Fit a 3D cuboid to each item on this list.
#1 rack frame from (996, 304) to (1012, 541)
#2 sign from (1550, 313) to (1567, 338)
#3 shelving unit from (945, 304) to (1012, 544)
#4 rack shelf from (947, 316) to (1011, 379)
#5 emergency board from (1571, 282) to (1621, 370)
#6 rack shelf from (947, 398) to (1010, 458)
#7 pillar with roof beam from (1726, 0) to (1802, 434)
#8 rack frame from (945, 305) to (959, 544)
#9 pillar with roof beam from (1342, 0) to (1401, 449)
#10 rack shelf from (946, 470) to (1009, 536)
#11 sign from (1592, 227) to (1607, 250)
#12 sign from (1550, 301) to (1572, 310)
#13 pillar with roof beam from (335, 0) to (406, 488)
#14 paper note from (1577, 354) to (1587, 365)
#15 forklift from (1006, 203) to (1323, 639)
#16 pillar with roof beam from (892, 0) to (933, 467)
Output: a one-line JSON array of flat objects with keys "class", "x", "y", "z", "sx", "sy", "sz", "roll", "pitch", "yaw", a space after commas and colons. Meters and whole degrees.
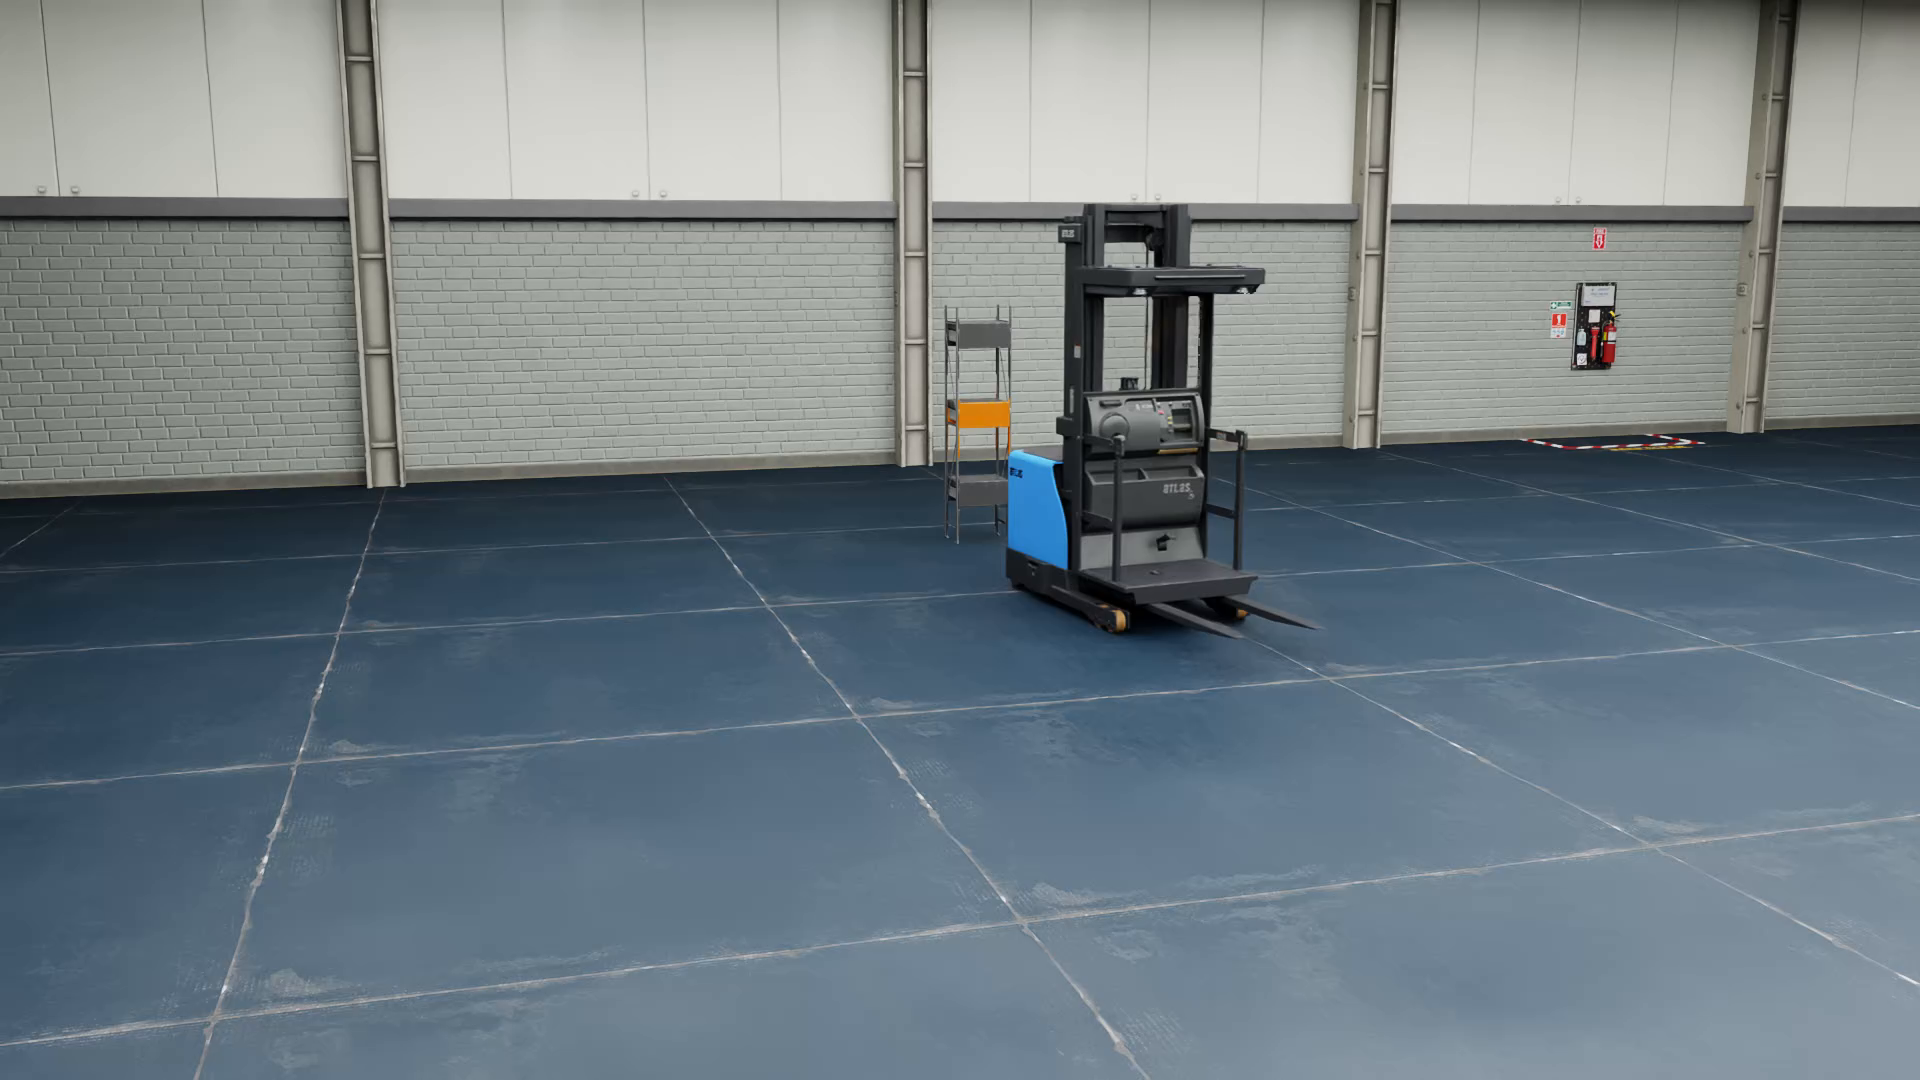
[{"class": "rack frame", "x": 0.393, "y": -1.053, "z": 14.969, "sx": 0.015, "sy": 2.100, "sz": 0.400, "roll": -3, "pitch": 11, "yaw": -16}, {"class": "sign", "x": 8.026, "y": -2.876, "z": 22.288, "sx": 0.234, "sy": 0.329, "sz": 0.001, "roll": -3, "pitch": 11, "yaw": -16}, {"class": "shelving unit", "x": 0.159, "y": -1.041, "z": 14.902, "sx": 0.503, "sy": 2.100, "sz": 0.431, "roll": -3, "pitch": 11, "yaw": -16}, {"class": "rack shelf", "x": 0.159, "y": -1.716, "z": 14.778, "sx": 0.480, "sy": 0.518, "sz": 0.431, "roll": -3, "pitch": 11, "yaw": -16}, {"class": "emergency board", "x": 8.586, "y": -2.869, "z": 22.346, "sx": 0.643, "sy": 1.169, "sz": 0.194, "roll": -3, "pitch": 11, "yaw": -16}, {"class": "rack shelf", "x": 0.159, "y": -1.028, "z": 14.904, "sx": 0.480, "sy": 0.518, "sz": 0.431, "roll": -3, "pitch": 11, "yaw": -16}, {"class": "pillar with roof beam", "x": 12.172, "y": -5.189, "z": 18.381, "sx": 0.400, "sy": 9.000, "sz": 9.100, "roll": -3, "pitch": 11, "yaw": -16}, {"class": "rack frame", "x": -0.075, "y": -1.029, "z": 14.835, "sx": 0.015, "sy": 2.100, "sz": 0.400, "roll": -3, "pitch": 11, "yaw": -16}, {"class": "pillar with roof beam", "x": 6.411, "y": -4.886, "z": 16.732, "sx": 0.400, "sy": 9.000, "sz": 9.100, "roll": -3, "pitch": 11, "yaw": -16}, {"class": "rack shelf", "x": 0.159, "y": -0.339, "z": 15.031, "sx": 0.480, "sy": 0.518, "sz": 0.431, "roll": -3, "pitch": 11, "yaw": -16}, {"class": "sign", "x": 8.550, "y": -4.026, "z": 22.228, "sx": 0.199, "sy": 0.298, "sz": 0.001, "roll": -3, "pitch": 11, "yaw": -16}, {"class": "sign", "x": 8.033, "y": -3.136, "z": 22.233, "sx": 0.331, "sy": 0.109, "sz": 0.001, "roll": -3, "pitch": 11, "yaw": -16}, {"class": "pillar with roof beam", "x": -5.110, "y": -4.279, "z": 13.433, "sx": 0.400, "sy": 9.000, "sz": 9.100, "roll": -3, "pitch": 11, "yaw": -16}, {"class": "paper note", "x": 8.396, "y": -2.439, "z": 22.442, "sx": 0.142, "sy": 0.148, "sz": 0.016, "roll": -3, "pitch": 11, "yaw": -16}, {"class": "forklift", "x": 1.424, "y": -0.881, "z": 11.739, "sx": 1.130, "sy": 2.935, "sz": 3.031, "roll": -5, "pitch": 11, "yaw": -24}, {"class": "pillar with roof beam", "x": 0.651, "y": -4.582, "z": 15.082, "sx": 0.400, "sy": 9.000, "sz": 9.100, "roll": -3, "pitch": 11, "yaw": -16}]
